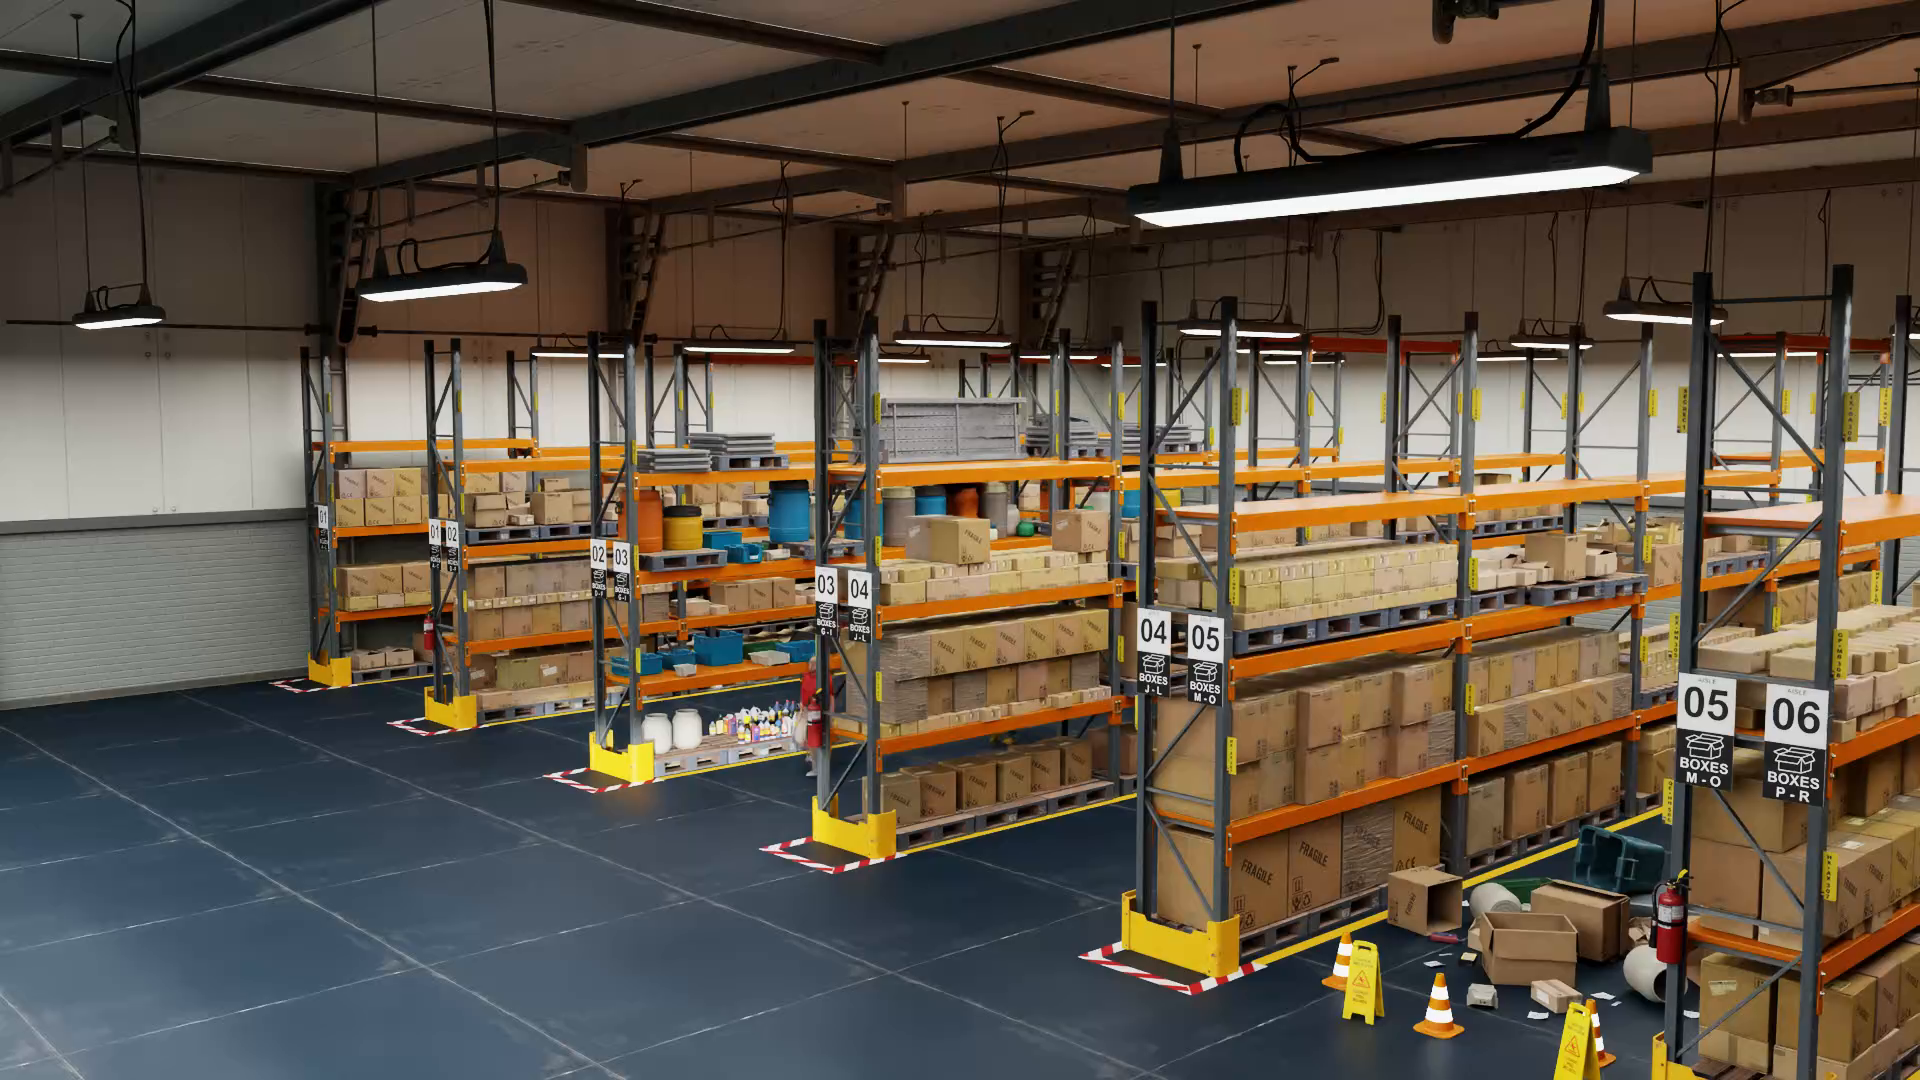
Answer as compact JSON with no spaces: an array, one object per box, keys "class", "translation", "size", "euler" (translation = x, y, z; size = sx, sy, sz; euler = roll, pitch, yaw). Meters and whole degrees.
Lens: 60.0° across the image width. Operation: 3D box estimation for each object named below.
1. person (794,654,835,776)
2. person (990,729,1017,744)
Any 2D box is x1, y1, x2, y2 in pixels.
[{"class":"person","translation":[-1.943,2.338,22.589],"size":[0.823,1.660,0.595],"euler":[5,7,43]},{"class":"person","translation":[0.603,2.152,24.303],"size":[0.685,1.747,0.683],"euler":[5,7,43]}]
